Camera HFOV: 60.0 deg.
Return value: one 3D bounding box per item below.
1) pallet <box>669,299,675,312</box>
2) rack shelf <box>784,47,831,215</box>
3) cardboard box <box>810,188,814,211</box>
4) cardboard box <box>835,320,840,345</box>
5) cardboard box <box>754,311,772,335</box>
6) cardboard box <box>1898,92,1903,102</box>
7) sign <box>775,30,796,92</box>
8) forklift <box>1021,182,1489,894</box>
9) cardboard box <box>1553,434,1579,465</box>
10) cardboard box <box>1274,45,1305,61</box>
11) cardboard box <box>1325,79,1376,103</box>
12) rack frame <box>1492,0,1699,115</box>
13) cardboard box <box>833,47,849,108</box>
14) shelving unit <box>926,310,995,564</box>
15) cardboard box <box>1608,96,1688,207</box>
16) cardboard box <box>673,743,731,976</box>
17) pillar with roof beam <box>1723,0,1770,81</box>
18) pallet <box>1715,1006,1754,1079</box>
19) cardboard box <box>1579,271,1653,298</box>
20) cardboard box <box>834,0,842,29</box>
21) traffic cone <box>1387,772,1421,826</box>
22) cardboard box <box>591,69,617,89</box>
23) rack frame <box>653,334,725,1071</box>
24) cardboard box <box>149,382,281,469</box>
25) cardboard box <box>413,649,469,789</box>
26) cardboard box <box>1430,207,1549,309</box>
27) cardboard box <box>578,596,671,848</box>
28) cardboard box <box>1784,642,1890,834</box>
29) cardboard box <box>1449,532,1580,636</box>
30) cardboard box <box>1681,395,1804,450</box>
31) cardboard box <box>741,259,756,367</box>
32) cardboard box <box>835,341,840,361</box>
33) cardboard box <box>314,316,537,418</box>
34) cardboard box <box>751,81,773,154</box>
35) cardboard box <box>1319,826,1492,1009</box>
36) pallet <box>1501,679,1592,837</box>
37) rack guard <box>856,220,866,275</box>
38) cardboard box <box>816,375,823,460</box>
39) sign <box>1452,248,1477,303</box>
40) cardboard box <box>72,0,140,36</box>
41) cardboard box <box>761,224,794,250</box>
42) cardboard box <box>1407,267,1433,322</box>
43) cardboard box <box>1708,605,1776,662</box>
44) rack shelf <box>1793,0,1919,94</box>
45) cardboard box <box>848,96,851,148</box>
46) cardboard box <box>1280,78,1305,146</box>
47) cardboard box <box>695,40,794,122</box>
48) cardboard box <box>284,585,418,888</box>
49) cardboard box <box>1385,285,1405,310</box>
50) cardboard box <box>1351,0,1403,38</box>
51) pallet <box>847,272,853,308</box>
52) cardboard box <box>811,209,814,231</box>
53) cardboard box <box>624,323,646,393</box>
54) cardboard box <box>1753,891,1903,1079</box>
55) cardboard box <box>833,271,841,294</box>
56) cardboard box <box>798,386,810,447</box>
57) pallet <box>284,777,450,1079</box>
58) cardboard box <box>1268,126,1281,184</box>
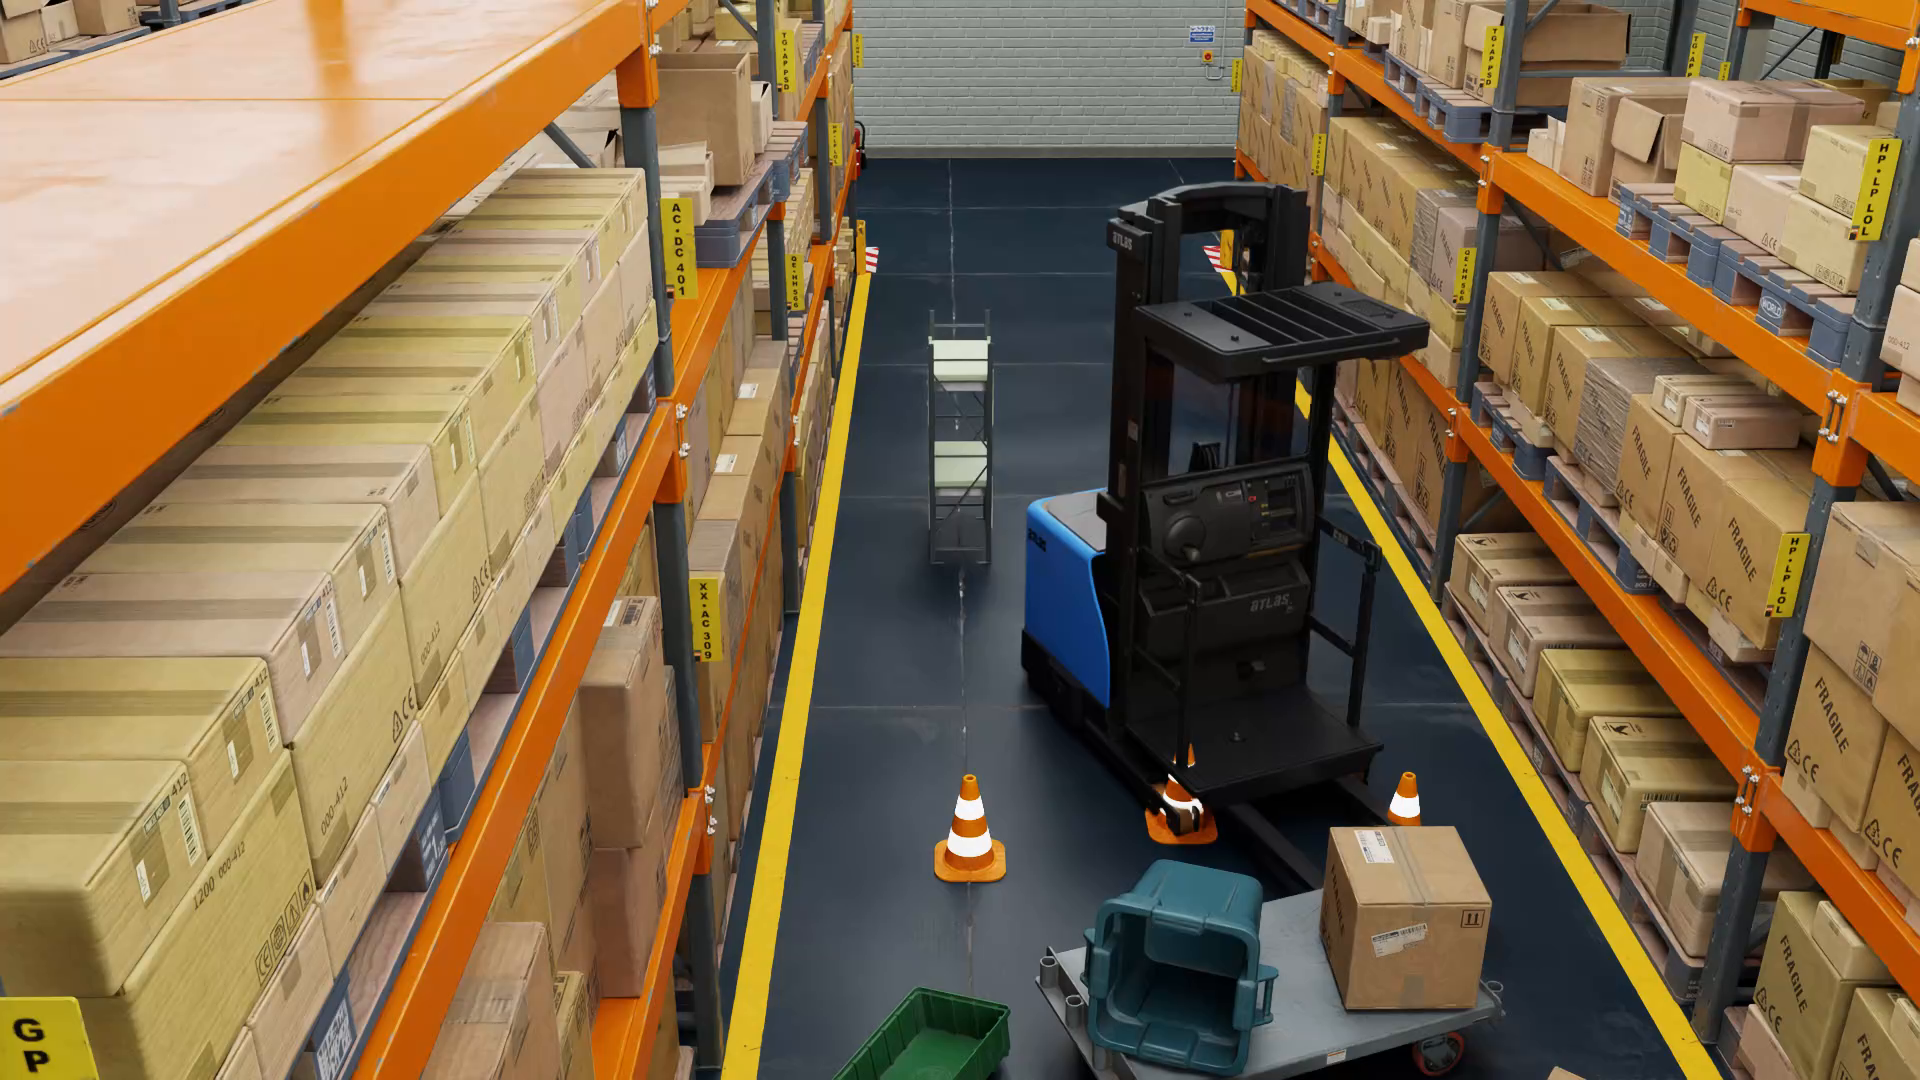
[{"bbox_3d":[-1.507,-0.942,6.284,0.805,0.209,1.217,-1,24,-3],"label":"pallet"},{"bbox_3d":[-1.513,-2.796,11.025,1.077,0.370,4.000,0,24,-1],"label":"rack shelf"},{"bbox_3d":[-1.333,-2.630,12.860,0.380,0.149,0.250,0,24,1],"label":"cardboard box"},{"bbox_3d":[-1.219,-1.760,14.090,0.380,0.149,0.250,1,24,2],"label":"cardboard box"},{"bbox_3d":[-1.296,-1.345,10.018,0.380,0.149,0.250,1,24,2],"label":"cardboard box"},{"bbox_3d":[8.627,-3.692,14.685,0.500,0.500,0.500,-1,24,-2],"label":"cardboard box"},{"bbox_3d":[-0.936,-2.570,8.929,0.100,0.325,0.005,0,24,-1],"label":"sign"},{"bbox_3d":[1.405,-0.098,7.911,1.130,2.935,3.031,-10,26,-22],"label":"forklift"},{"bbox_3d":[3.264,-0.497,8.503,0.380,0.149,0.250,1,24,3],"label":"cardboard box"},{"bbox_3d":[3.136,-4.511,15.461,0.380,0.149,0.250,0,24,0],"label":"cardboard box"},{"bbox_3d":[3.198,-3.676,13.616,0.380,0.149,0.250,0,24,1],"label":"cardboard box"},{"bbox_3d":[3.457,-3.730,8.577,1.000,3.000,0.127,0,24,-1],"label":"rack frame"},{"bbox_3d":[-1.305,-4.255,15.323,0.500,0.500,0.500,1,24,2],"label":"cardboard box"},{"bbox_3d":[0.000,-0.681,10.935,0.431,1.500,0.755,0,24,-1],"label":"shelving unit"},{"bbox_3d":[3.502,-1.782,7.785,0.797,0.503,0.637,0,24,-1],"label":"cardboard box"},{"bbox_3d":[-1.545,1.294,6.970,1.050,0.750,0.750,0,24,-1],"label":"cardboard box"},{"bbox_3d":[4.900,-8.146,18.341,9.100,9.000,0.400,0,24,-1],"label":"pillar with roof beam"},{"bbox_3d":[3.543,2.199,6.132,1.003,0.211,1.213,0,24,-1],"label":"pallet"},{"bbox_3d":[3.740,-1.183,9.234,0.500,0.500,0.500,-1,24,-2],"label":"cardboard box"},{"bbox_3d":[-1.277,-4.492,14.085,0.500,0.250,0.500,1,24,2],"label":"cardboard box"},{"bbox_3d":[2.087,1.303,7.808,0.336,0.463,0.334,0,24,-1],"label":"traffic cone"},{"bbox_3d":[-1.704,-2.196,8.304,0.500,0.311,0.500,0,24,0],"label":"cardboard box"},{"bbox_3d":[-1.448,0.716,6.028,1.000,3.000,0.127,0,24,-1],"label":"rack frame"},{"bbox_3d":[-1.703,-0.128,3.443,0.500,0.250,0.500,0,24,0],"label":"cardboard box"},{"bbox_3d":[-1.099,0.316,2.946,0.380,0.149,0.250,0,24,0],"label":"cardboard box"},{"bbox_3d":[3.190,-1.710,10.055,0.500,0.500,0.500,-1,24,-2],"label":"cardboard box"},{"bbox_3d":[-1.356,0.533,4.938,0.875,0.550,0.550,0,24,-1],"label":"cardboard box"},{"bbox_3d":[3.227,0.653,5.684,0.500,0.500,0.500,0,24,-1],"label":"cardboard box"},{"bbox_3d":[3.453,0.242,9.754,0.950,0.372,0.625,-2,24,-4],"label":"cardboard box"},{"bbox_3d":[3.249,-0.489,6.913,0.380,0.149,0.250,-1,24,-2],"label":"cardboard box"},{"bbox_3d":[-1.497,-1.249,9.036,0.700,0.500,0.500,0,24,-1],"label":"cardboard box"},{"bbox_3d":[-1.218,-1.625,14.152,0.380,0.149,0.250,-1,24,-3],"label":"cardboard box"},{"bbox_3d":[-1.108,-0.362,3.476,0.380,0.149,0.250,0,24,0],"label":"cardboard box"},{"bbox_3d":[-1.180,-2.066,8.016,0.500,0.311,0.500,0,24,-1],"label":"cardboard box"},{"bbox_3d":[1.721,1.466,6.483,0.500,0.500,0.500,0,24,-1],"label":"cardboard box"},{"bbox_3d":[3.475,1.097,8.567,1.003,0.211,1.213,0,24,-1],"label":"pallet"},{"bbox_3d":[-1.578,-3.059,17.407,1.175,0.500,0.348,0,24,-1],"label":"rack guard"},{"bbox_3d":[-1.269,-0.907,12.139,0.500,0.500,0.500,-1,24,-2],"label":"cardboard box"},{"bbox_3d":[2.902,-1.520,9.566,0.100,0.325,0.005,0,24,-1],"label":"sign"},{"bbox_3d":[-6.480,-3.965,12.106,0.700,0.500,0.500,0,24,1],"label":"cardboard box"},{"bbox_3d":[-1.319,-2.014,11.135,0.380,0.149,0.250,0,24,1],"label":"cardboard box"},{"bbox_3d":[3.188,-1.566,10.647,0.500,0.250,0.500,-1,24,-2],"label":"cardboard box"},{"bbox_3d":[3.219,0.364,6.600,0.380,0.149,0.250,0,24,0],"label":"cardboard box"},{"bbox_3d":[3.479,-2.396,6.986,1.077,0.370,4.000,0,24,-1],"label":"rack shelf"},{"bbox_3d":[-1.316,-4.014,16.003,0.500,0.500,0.500,-1,24,-1],"label":"cardboard box"},{"bbox_3d":[3.120,-3.758,14.584,0.500,0.500,0.500,0,24,0],"label":"cardboard box"},{"bbox_3d":[-1.232,-2.581,9.556,0.500,0.500,0.500,0,24,-1],"label":"cardboard box"},{"bbox_3d":[-1.160,0.284,2.533,0.500,0.250,0.500,-1,24,-1],"label":"cardboard box"},{"bbox_3d":[3.181,-1.553,11.227,0.500,0.250,0.500,0,24,-1],"label":"cardboard box"},{"bbox_3d":[3.133,-3.884,11.927,0.500,0.500,0.500,-1,24,-2],"label":"cardboard box"},{"bbox_3d":[-1.604,-2.592,16.726,1.003,0.211,1.213,0,24,-1],"label":"pallet"},{"bbox_3d":[-1.333,-2.495,12.922,0.380,0.149,0.250,-1,24,-2],"label":"cardboard box"},{"bbox_3d":[-1.121,-0.521,4.796,0.380,0.149,0.250,0,24,0],"label":"cardboard box"},{"bbox_3d":[3.237,1.616,5.954,0.500,0.500,0.500,1,24,2],"label":"cardboard box"},{"bbox_3d":[-1.274,-2.318,14.962,0.380,0.149,0.250,0,24,1],"label":"cardboard box"},{"bbox_3d":[-1.263,-0.821,11.039,0.500,0.250,0.500,-1,24,-1],"label":"cardboard box"},{"bbox_3d":[-1.423,0.732,2.459,1.003,0.211,1.213,0,24,-1],"label":"pallet"},{"bbox_3d":[3.131,-3.515,15.261,0.500,0.500,0.500,1,24,1],"label":"cardboard box"}]
